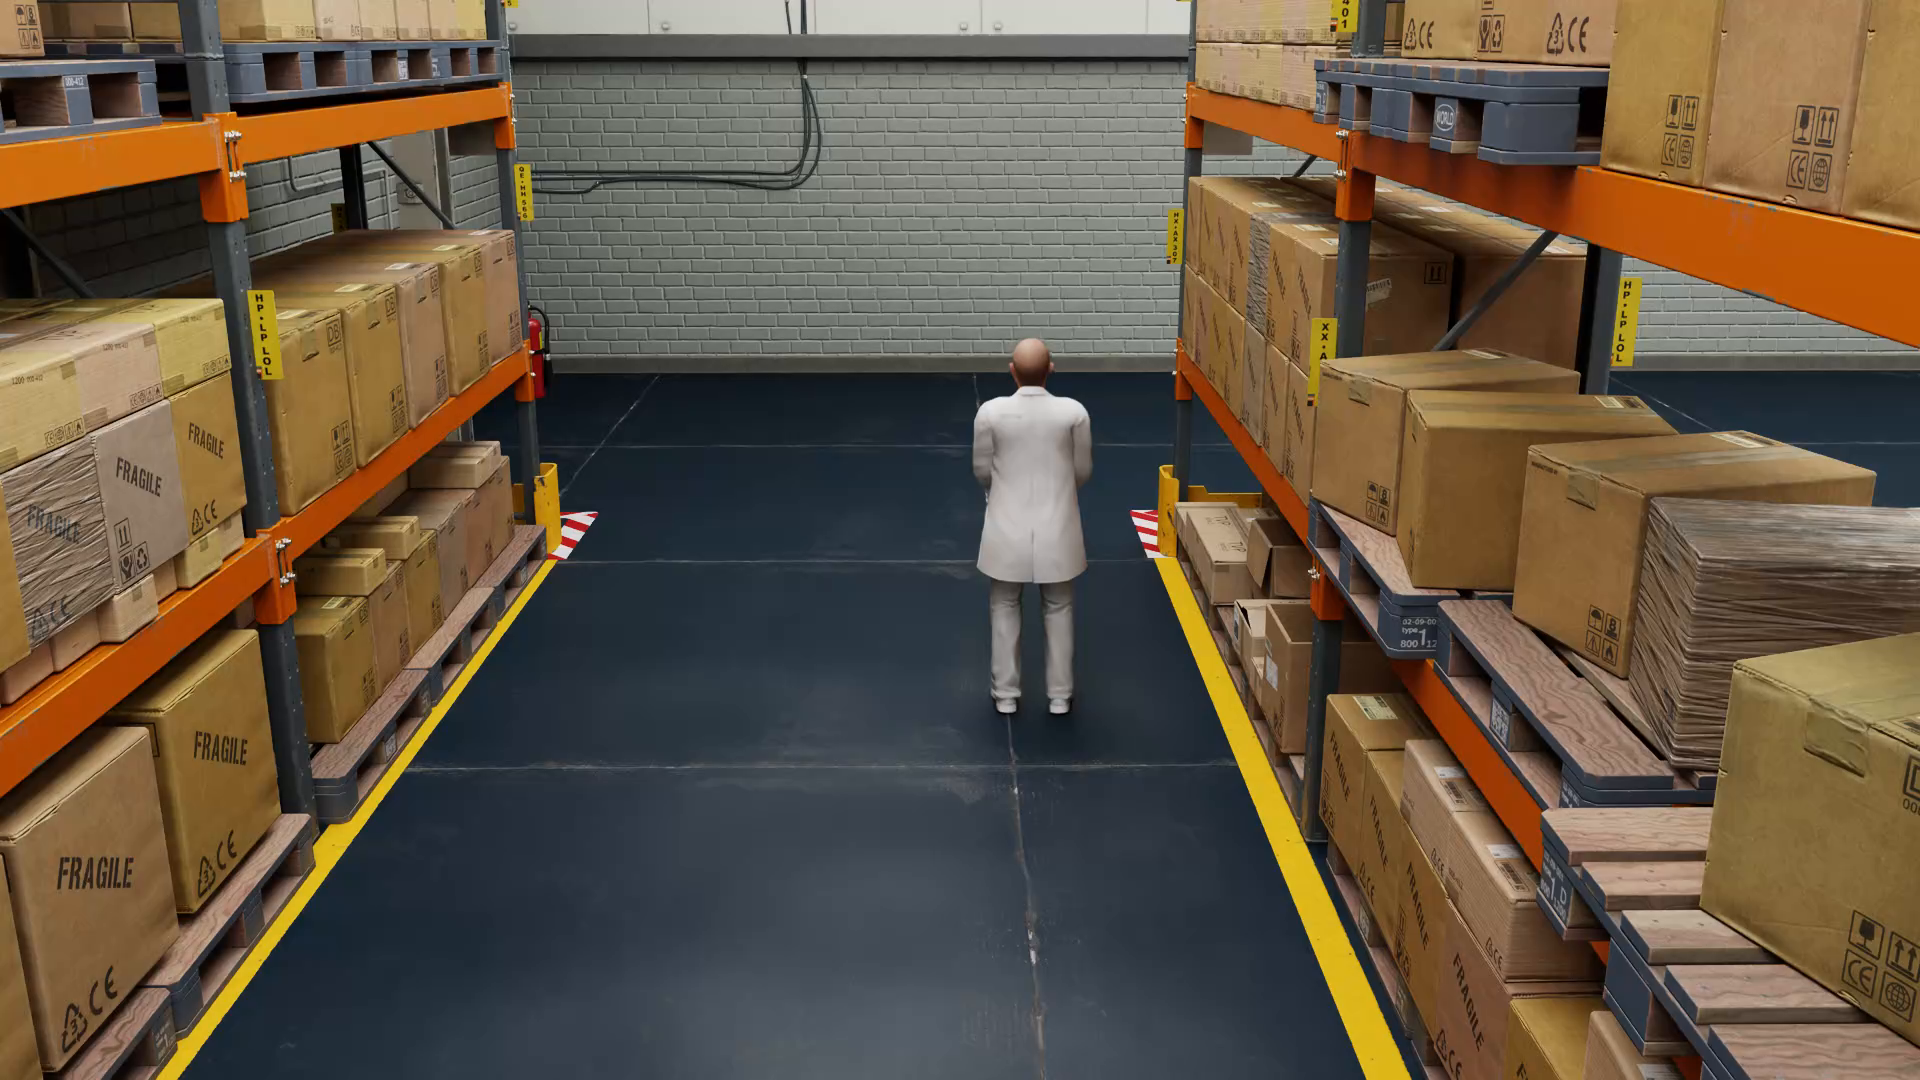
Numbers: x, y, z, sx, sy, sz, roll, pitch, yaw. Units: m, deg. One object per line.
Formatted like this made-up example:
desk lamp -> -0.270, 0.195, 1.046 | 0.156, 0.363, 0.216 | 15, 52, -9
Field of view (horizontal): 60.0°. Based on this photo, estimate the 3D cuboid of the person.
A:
person -> 0.339, -0.088, 7.848 | 0.554, 1.781, 0.527 | 1, 17, 2
